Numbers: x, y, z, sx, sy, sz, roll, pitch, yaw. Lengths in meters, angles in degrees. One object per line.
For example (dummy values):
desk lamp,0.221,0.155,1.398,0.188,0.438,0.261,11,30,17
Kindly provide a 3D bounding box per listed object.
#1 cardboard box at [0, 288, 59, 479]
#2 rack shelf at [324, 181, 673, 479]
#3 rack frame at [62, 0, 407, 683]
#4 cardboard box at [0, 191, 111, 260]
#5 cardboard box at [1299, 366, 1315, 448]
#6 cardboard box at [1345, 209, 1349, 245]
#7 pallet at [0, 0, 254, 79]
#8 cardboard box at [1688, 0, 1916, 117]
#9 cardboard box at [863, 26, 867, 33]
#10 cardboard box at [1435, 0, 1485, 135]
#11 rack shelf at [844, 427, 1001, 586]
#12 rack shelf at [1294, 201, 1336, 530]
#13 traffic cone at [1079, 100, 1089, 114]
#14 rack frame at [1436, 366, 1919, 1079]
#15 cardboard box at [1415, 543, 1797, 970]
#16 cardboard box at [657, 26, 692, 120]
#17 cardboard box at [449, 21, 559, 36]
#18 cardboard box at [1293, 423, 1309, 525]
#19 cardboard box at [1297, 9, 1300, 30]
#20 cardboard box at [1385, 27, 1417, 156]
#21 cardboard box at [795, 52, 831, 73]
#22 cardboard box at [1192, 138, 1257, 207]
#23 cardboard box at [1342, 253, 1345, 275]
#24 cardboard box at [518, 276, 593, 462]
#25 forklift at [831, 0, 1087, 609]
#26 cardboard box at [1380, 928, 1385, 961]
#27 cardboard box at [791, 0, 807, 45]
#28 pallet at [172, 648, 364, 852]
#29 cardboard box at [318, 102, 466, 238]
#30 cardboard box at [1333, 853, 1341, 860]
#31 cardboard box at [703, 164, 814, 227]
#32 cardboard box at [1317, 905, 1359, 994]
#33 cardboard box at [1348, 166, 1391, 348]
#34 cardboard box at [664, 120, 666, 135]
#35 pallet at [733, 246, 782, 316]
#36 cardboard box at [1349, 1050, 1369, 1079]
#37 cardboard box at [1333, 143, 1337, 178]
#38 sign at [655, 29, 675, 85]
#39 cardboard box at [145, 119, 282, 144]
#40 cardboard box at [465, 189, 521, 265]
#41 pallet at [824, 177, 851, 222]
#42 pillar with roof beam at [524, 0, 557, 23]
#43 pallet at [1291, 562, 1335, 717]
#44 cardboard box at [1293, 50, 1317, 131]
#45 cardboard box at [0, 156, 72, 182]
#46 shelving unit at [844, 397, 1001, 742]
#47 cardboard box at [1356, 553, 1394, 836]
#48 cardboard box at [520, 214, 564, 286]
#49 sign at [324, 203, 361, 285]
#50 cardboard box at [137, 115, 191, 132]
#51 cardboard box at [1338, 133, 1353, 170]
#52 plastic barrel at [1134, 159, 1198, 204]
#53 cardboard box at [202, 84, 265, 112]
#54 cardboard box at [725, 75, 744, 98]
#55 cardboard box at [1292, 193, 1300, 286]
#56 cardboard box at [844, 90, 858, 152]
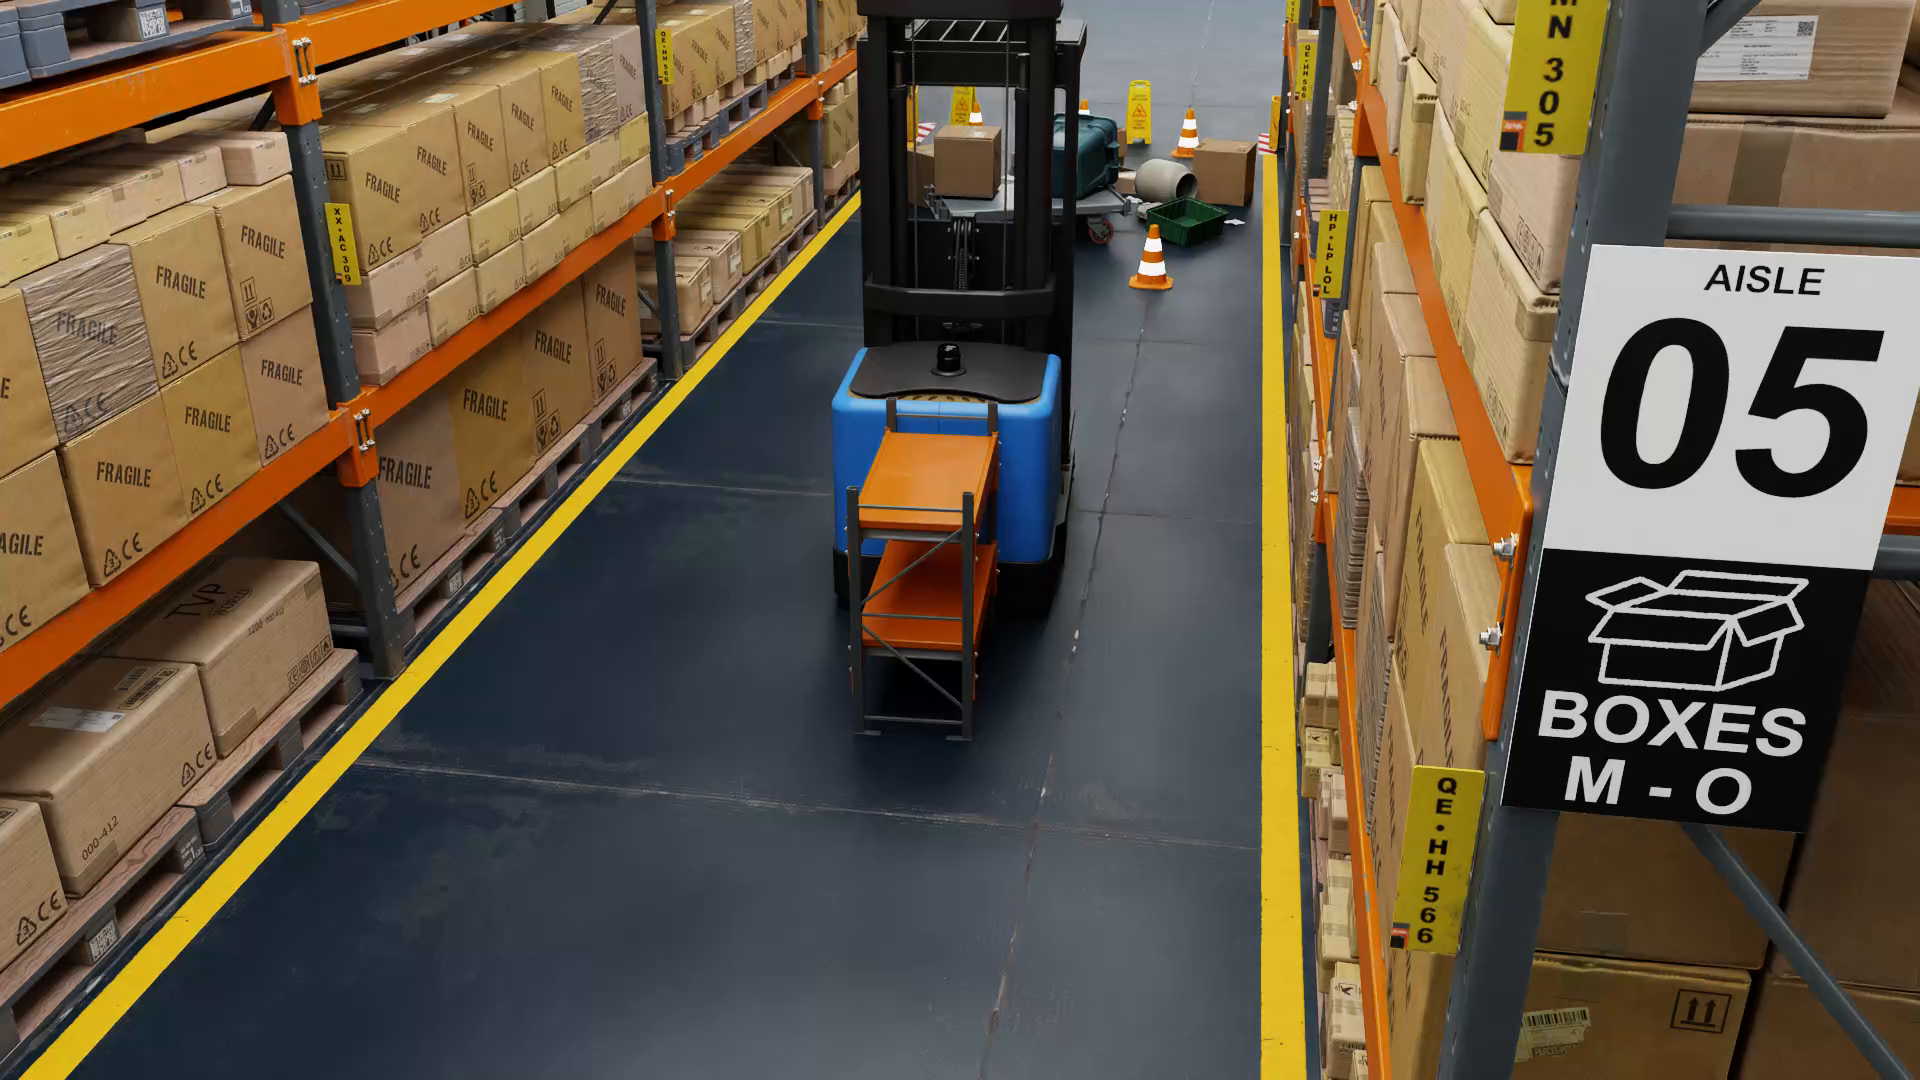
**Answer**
cardboard box,-3.058,-0.431,4.834,0.500,0.500,0.500,4,25,9
rack shelf,-2.672,-1.294,8.825,1.077,0.370,4.000,4,25,9
rack frame,-2.999,-0.783,6.885,1.000,3.000,0.127,4,25,9
cardboard box,-2.965,-1.004,5.293,0.380,0.149,0.250,4,25,8
cardboard box,1.943,-0.645,8.159,0.500,0.250,0.500,3,25,6
cardboard box,1.983,-1.425,7.707,0.380,0.149,0.250,4,25,9
pallet,-3.143,-1.760,5.539,1.003,0.211,1.213,4,25,9
cardboard box,1.012,-0.667,2.215,0.380,0.149,0.250,4,25,8
cardboard box,-1.092,-4.767,15.691,0.380,0.149,0.250,4,25,8
cardboard box,1.240,-0.965,3.322,0.500,0.250,0.500,4,25,9
rack shelf,-0.138,-0.164,7.084,0.538,0.278,1.000,3,25,6
rack shelf,2.228,-0.993,8.182,1.077,0.370,4.000,4,25,9
traffic cone,1.315,-4.449,17.709,0.336,0.463,0.334,4,25,9
rack frame,1.247,1.190,2.669,1.000,3.000,0.127,4,25,9
cardboard box,1.077,0.349,2.818,0.500,0.500,0.500,4,25,7
cardboard box,-2.043,-2.999,10.654,0.500,0.500,0.500,3,25,7
cardboard box,-2.667,-2.765,9.822,0.500,0.500,0.500,3,25,7
cardboard box,1.946,-0.296,8.298,0.500,0.500,0.500,3,25,7
cardboard box,3.325,-4.283,14.185,0.875,0.550,0.550,4,25,9
cardboard box,1.388,-1.171,4.353,0.500,0.250,0.500,5,26,11
cardboard box,-1.323,-4.125,14.320,0.380,0.149,0.250,4,25,8
cardboard box,2.450,-3.418,15.459,0.500,0.500,0.500,8,26,18
cardboard box,1.981,-1.284,7.756,0.380,0.149,0.250,5,26,11
cardboard box,-2.690,-1.028,9.419,0.875,0.875,0.875,4,25,9
forklift,0.069,-1.593,8.695,1.130,2.935,3.031,3,25,6
cardboard box,1.144,0.833,3.729,0.380,0.149,0.250,5,25,10
cardboard box,-1.540,-4.290,13.413,0.500,0.500,0.500,4,25,8
pallet,-3.200,0.792,6.808,1.003,0.211,1.213,4,25,9
cardboard box,-2.587,-1.660,7.461,0.500,0.500,0.500,4,25,8
cardboard box,1.500,1.077,5.779,0.380,0.149,0.250,4,25,7
cardboard box,-1.775,-2.910,14.032,0.950,0.372,0.625,4,25,9
cardboard box,1.285,1.258,5.040,0.380,0.149,0.250,4,25,9
cardboard box,1.587,-0.944,5.579,0.500,0.500,0.500,5,25,10
cardboard box,-2.109,-2.656,10.686,0.380,0.149,0.250,3,25,5
pallet,-2.014,-2.029,12.835,1.003,0.211,1.213,4,25,9
cardboard box,1.204,1.461,4.257,0.380,0.149,0.250,3,25,6
cardboard box,2.236,-2.065,9.073,0.380,0.149,0.250,5,26,11
sign,-1.797,-2.944,10.135,0.100,0.325,0.005,4,25,9
cardboard box,-3.174,-1.486,7.088,0.500,0.500,0.500,5,26,10
cardboard box,-2.483,-1.535,8.079,0.500,0.250,0.500,4,25,9
pallet,-1.617,-3.150,15.230,1.003,0.211,1.213,4,25,9
pillar with roof beam,-1.711,-10.844,21.302,9.100,9.000,0.400,4,25,9
pallet,2.027,0.455,7.530,1.003,0.211,1.213,4,25,9
cardboard box,2.691,-3.252,12.042,0.500,0.500,0.500,4,25,8
cardboard box,-3.333,-1.243,5.805,0.380,0.149,0.250,4,25,8
shelving unit,-0.138,0.101,7.208,0.538,1.125,1.048,3,25,6
cardboard box,1.230,0.377,3.938,0.500,0.500,0.500,4,25,9
cardboard box,-2.393,-1.519,8.634,0.500,0.250,0.500,4,25,8
sign,-2.451,-1.173,6.604,0.100,0.325,0.005,4,25,9
cardboard box,-6.663,-3.367,14.711,0.875,0.625,0.625,5,26,11
cardboard box,2.159,-1.996,8.575,0.380,0.149,0.250,3,25,6
plastic barrel,1.881,-3.242,15.178,0.421,0.421,0.512,-20,32,-36
cardboard box,-6.699,-4.088,15.515,0.500,0.250,0.500,5,25,10
cardboard box,-1.797,-3.328,12.123,0.380,0.149,0.250,5,26,10
cardboard box,3.034,-2.331,12.349,1.050,0.750,0.750,4,25,9
cardboard box,-1.253,-3.866,15.335,0.500,0.500,0.500,5,26,11
